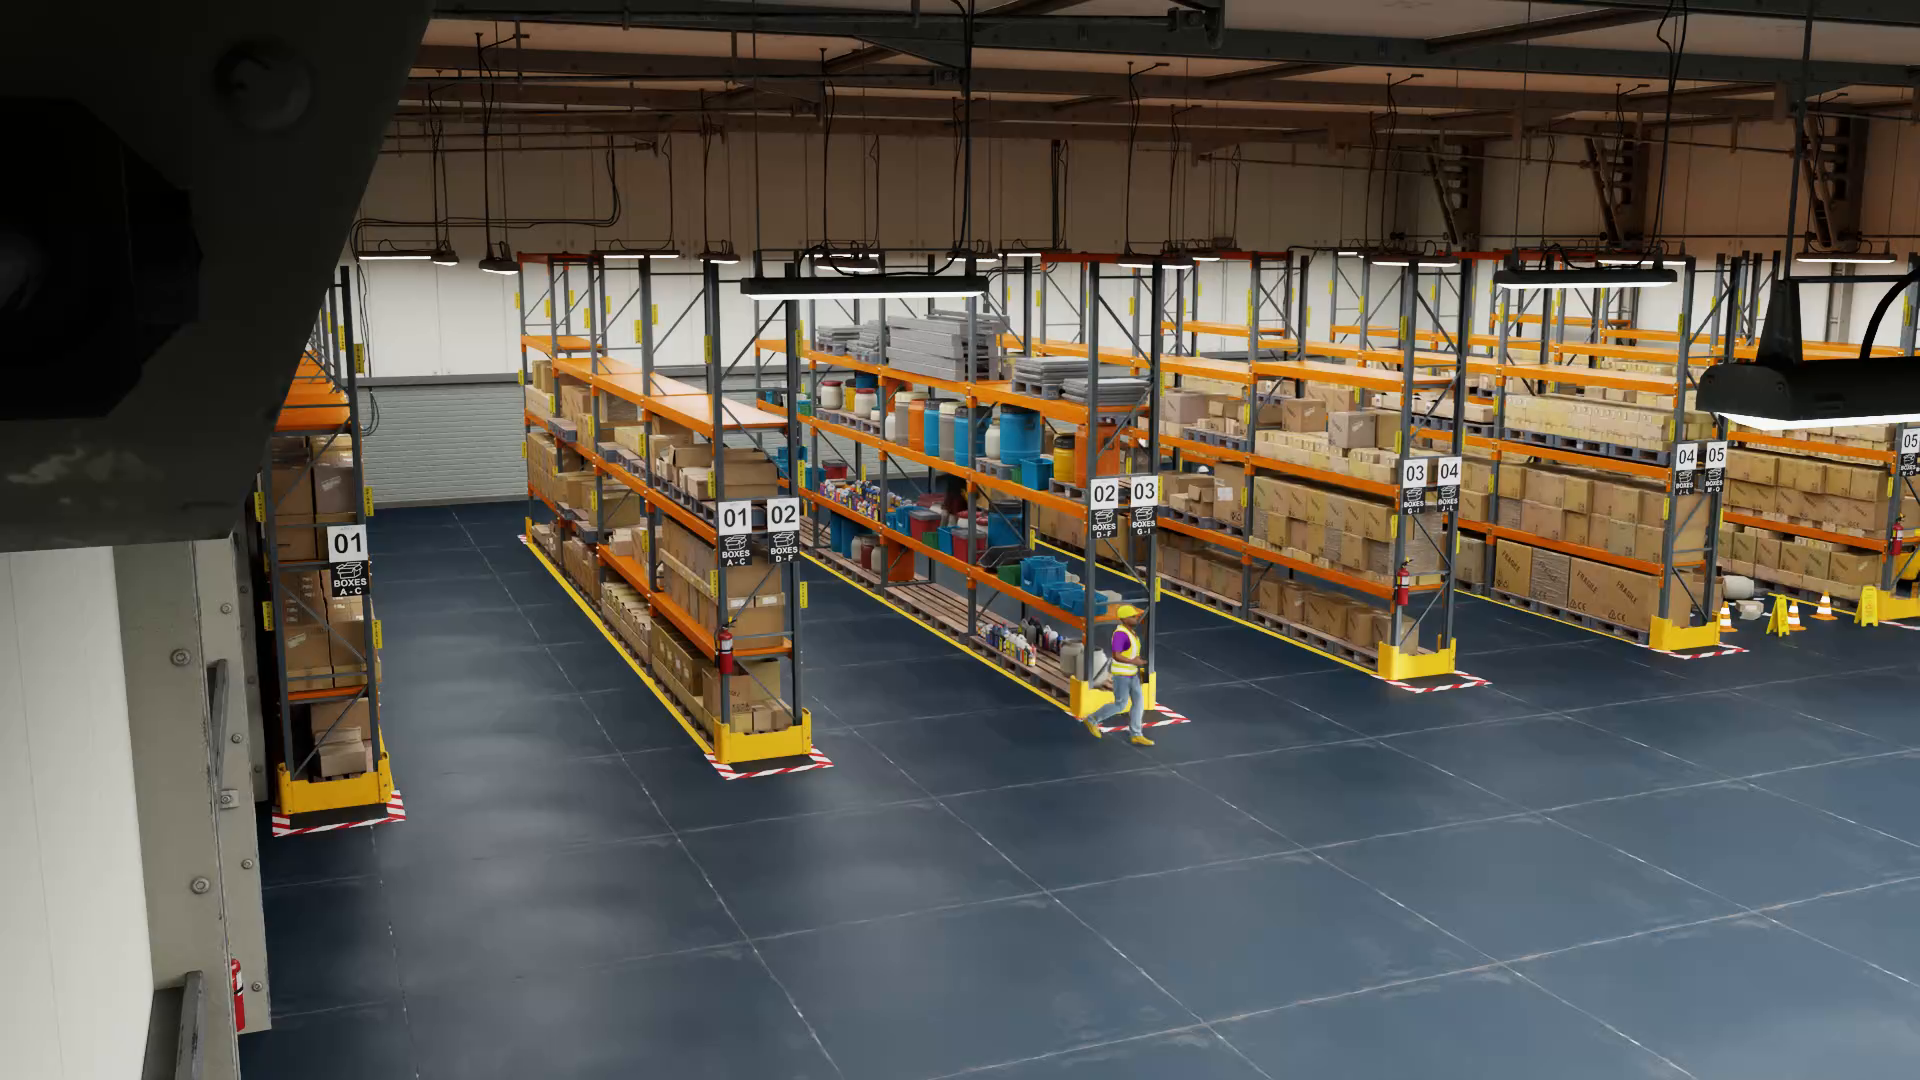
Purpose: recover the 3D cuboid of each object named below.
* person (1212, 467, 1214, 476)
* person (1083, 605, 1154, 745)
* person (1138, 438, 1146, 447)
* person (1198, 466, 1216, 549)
[{"bbox_3d":[6.448,-1.945,41.056,0.735,1.783,0.643,7,13,34],"label":"person"},{"bbox_3d":[2.038,1.685,20.931,0.896,1.759,0.719,4,11,19],"label":"person"},{"bbox_3d":[4.327,-2.008,41.578,0.522,1.589,0.722,-1,10,-7],"label":"person"},{"bbox_3d":[4.852,-0.579,33.251,0.677,1.821,0.807,-5,11,-25],"label":"person"}]
